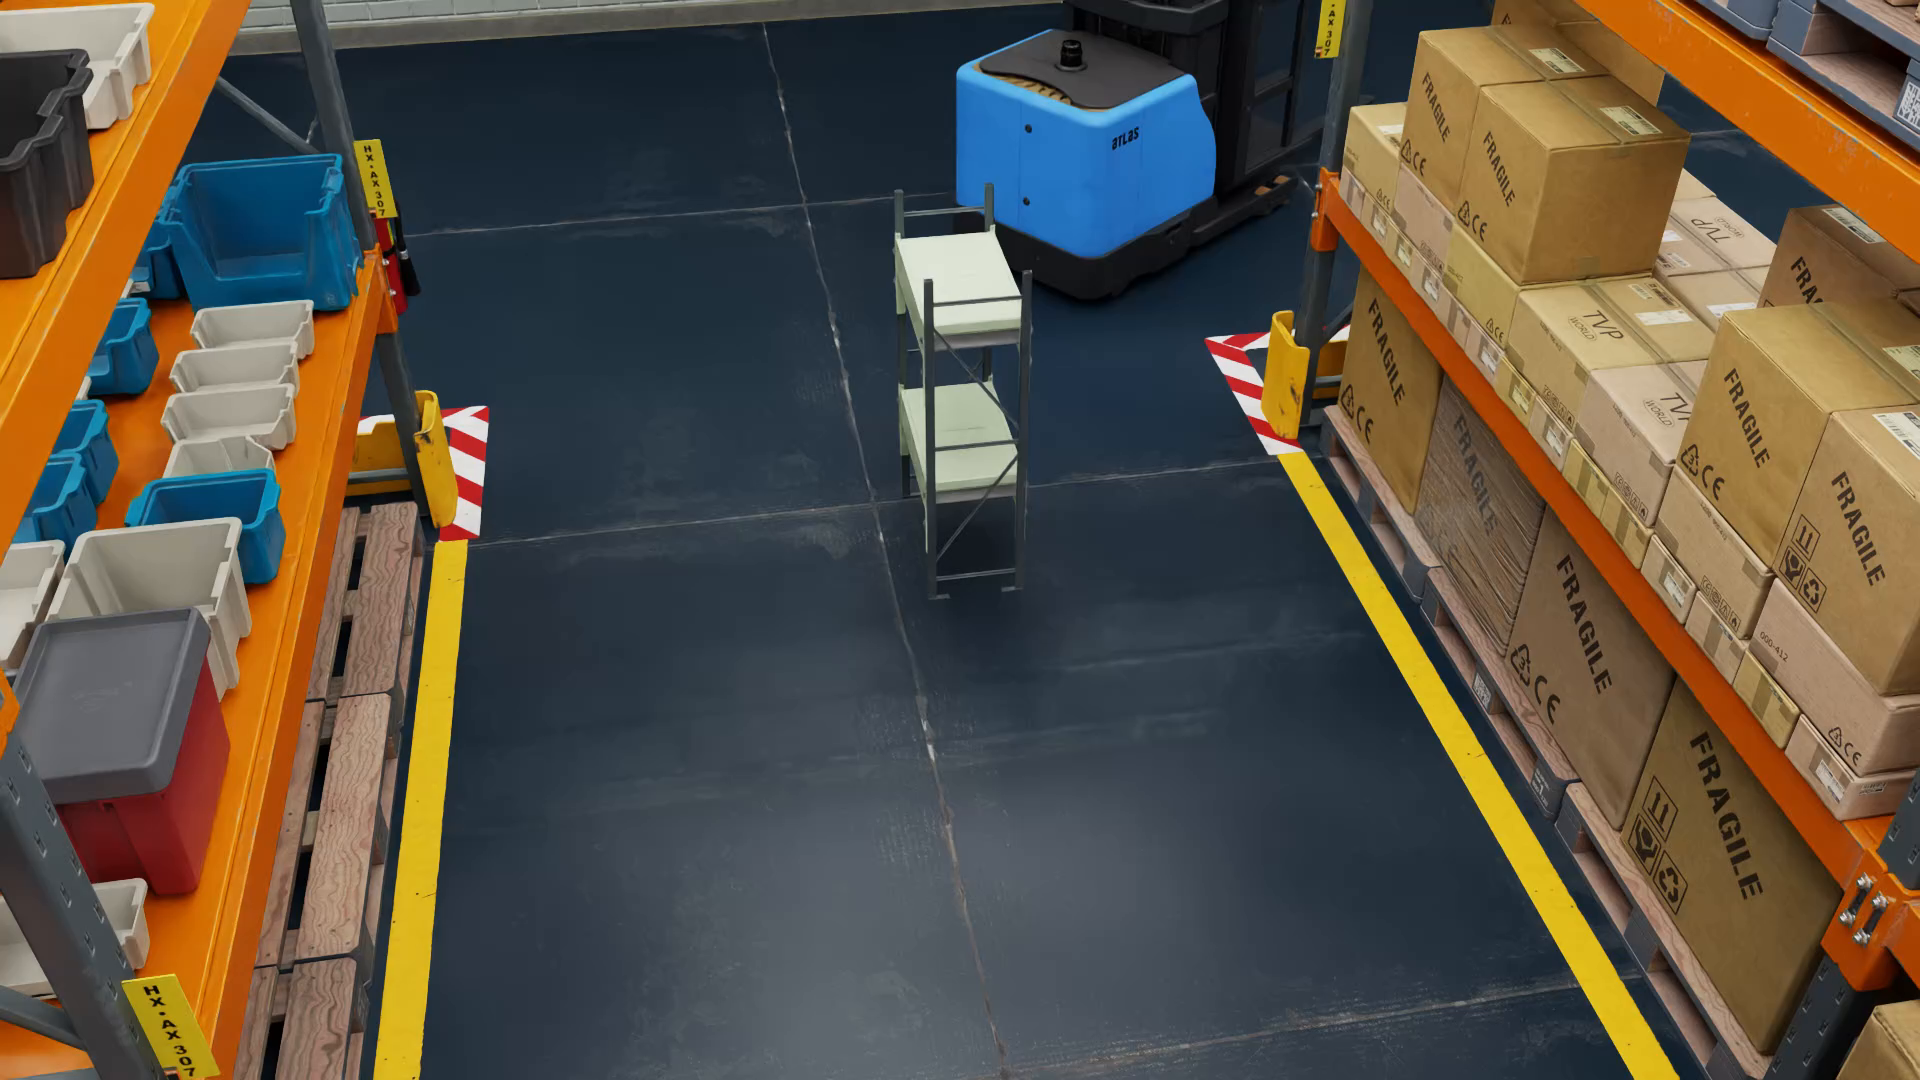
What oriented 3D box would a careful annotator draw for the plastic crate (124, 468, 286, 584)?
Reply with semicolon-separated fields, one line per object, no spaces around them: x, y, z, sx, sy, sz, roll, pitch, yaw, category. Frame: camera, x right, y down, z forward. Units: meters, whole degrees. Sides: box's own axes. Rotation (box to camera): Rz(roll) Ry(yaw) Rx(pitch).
-2.204;-0.016;4.913;0.416;0.233;0.300;-6;38;-8;plastic crate

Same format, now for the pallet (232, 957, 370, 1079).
-2.282;1.806;4.753;1.003;0.211;1.213;-6;38;-8;pallet

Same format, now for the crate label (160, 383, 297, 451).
-2.386;-0.375;5.454;0.396;0.136;0.243;-6;38;-8;crate label

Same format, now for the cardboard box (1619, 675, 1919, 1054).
2.724;0.878;5.064;0.875;0.875;0.875;-6;38;-8;cardboard box

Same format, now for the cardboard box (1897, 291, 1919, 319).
2.850;-0.357;4.533;0.500;0.500;0.500;-6;38;-8;cardboard box

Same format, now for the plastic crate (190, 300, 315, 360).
-2.495;-0.718;5.895;0.396;0.136;0.243;-6;38;-8;plastic crate

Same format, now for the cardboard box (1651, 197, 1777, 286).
2.584;-0.984;5.951;0.500;0.250;0.500;-7;38;-9;cardboard box

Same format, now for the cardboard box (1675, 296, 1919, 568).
2.333;-0.294;4.452;0.500;0.500;0.500;-6;38;-7;cardboard box

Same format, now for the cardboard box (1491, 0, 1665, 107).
2.404;-1.892;6.509;0.500;0.500;0.500;-6;38;-7;cardboard box

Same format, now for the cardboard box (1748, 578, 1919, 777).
2.425;0.316;4.279;0.500;0.250;0.500;-7;38;-9;cardboard box

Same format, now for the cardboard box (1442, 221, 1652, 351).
2.060;-0.926;5.877;0.500;0.250;0.500;-7;38;-9;cardboard box

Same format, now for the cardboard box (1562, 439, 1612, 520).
2.159;-0.214;5.285;0.380;0.149;0.250;-7;38;-9;cardboard box

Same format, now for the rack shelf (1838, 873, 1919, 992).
3.112;2.104;2.683;1.077;0.370;4.000;-6;38;-8;rack shelf

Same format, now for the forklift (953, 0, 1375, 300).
1.339;-3.237;9.027;1.130;2.935;3.031;30;47;33;forklift

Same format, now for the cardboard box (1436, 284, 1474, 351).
1.979;-0.834;6.084;0.380;0.149;0.250;-7;38;-9;cardboard box

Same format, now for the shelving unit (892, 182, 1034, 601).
0.001;-0.588;6.785;0.431;1.500;0.755;-6;38;-8;shelving unit

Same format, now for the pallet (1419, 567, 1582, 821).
2.487;0.507;6.425;1.003;0.211;1.213;-6;38;-8;pallet

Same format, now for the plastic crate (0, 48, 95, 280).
-2.063;-0.768;3.455;0.497;0.269;0.590;-6;38;-8;plastic crate

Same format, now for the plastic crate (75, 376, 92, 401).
-3.004;-0.394;5.478;0.250;0.136;0.298;-6;38;-8;plastic crate

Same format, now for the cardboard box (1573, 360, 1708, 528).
2.242;-0.305;5.077;0.500;0.250;0.500;-5;38;-7;cardboard box

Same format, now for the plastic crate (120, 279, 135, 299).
-3.123;-0.803;6.005;0.250;0.136;0.298;-6;38;-8;plastic crate

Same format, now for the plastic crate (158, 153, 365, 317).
-2.574;-1.127;6.177;0.616;0.435;0.499;-6;38;-8;plastic crate

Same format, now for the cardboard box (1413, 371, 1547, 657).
2.410;-0.203;6.456;0.875;0.875;0.875;-6;38;-8;cardboard box

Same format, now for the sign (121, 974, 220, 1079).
-1.573;0.978;3.321;0.100;0.325;0.005;-6;38;-8;sign

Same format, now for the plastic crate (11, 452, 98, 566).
-2.814;-0.068;4.980;0.416;0.233;0.300;-6;38;-8;plastic crate

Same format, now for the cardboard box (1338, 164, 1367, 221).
1.797;-1.455;6.882;0.380;0.149;0.250;-6;38;-7;cardboard box

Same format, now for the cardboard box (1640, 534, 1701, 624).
2.250;0.097;4.885;0.380;0.149;0.250;-6;38;-7;cardboard box

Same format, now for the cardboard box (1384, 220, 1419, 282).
1.889;-1.145;6.484;0.380;0.149;0.250;-7;38;-9;cardboard box

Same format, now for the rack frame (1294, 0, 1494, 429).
2.060;-1.804;7.127;1.000;3.000;0.127;-6;38;-8;rack frame

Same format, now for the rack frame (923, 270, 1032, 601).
0.065;-0.367;6.500;0.400;1.500;0.023;-6;38;-8;rack frame

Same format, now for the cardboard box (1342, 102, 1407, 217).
1.878;-1.543;6.671;0.500;0.250;0.500;-7;38;-9;cardboard box

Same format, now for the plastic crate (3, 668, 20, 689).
-2.576;0.583;4.230;0.437;0.125;0.590;-6;38;-8;plastic crate

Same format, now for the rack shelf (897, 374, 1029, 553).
0.001;-0.331;6.985;0.431;0.370;0.720;-6;38;-8;rack shelf

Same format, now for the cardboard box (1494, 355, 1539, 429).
2.068;-0.526;5.687;0.380;0.149;0.250;-7;38;-9;cardboard box

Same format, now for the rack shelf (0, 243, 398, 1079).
-2.466;0.221;5.107;1.077;0.370;4.000;-6;38;-8;rack shelf

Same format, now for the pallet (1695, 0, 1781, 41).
2.417;-1.768;4.708;1.003;0.211;1.213;-6;38;-8;pallet

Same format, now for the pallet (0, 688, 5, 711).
-1.882;0.498;1.873;1.213;0.211;1.003;-6;38;-8;pallet

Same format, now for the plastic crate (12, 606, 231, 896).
-2.025;0.530;4.022;0.402;0.464;0.583;-6;38;-8;plastic crate

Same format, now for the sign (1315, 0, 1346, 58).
1.512;-2.121;6.765;0.100;0.325;0.005;-6;38;-8;sign

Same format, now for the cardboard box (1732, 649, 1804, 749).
2.340;0.407;4.486;0.380;0.149;0.250;-6;38;-7;cardboard box

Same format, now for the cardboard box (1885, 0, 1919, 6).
2.475;-1.609;3.925;0.700;0.500;0.500;-4;38;-6;cardboard box

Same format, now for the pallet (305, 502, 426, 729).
-2.710;0.332;6.650;1.003;0.211;1.213;-6;38;-8;pallet

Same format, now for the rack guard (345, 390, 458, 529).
-2.834;-0.297;7.225;1.175;0.500;0.348;-6;38;-8;rack guard

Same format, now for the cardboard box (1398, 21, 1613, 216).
1.966;-1.537;6.052;0.500;0.500;0.500;-7;38;-9;cardboard box
